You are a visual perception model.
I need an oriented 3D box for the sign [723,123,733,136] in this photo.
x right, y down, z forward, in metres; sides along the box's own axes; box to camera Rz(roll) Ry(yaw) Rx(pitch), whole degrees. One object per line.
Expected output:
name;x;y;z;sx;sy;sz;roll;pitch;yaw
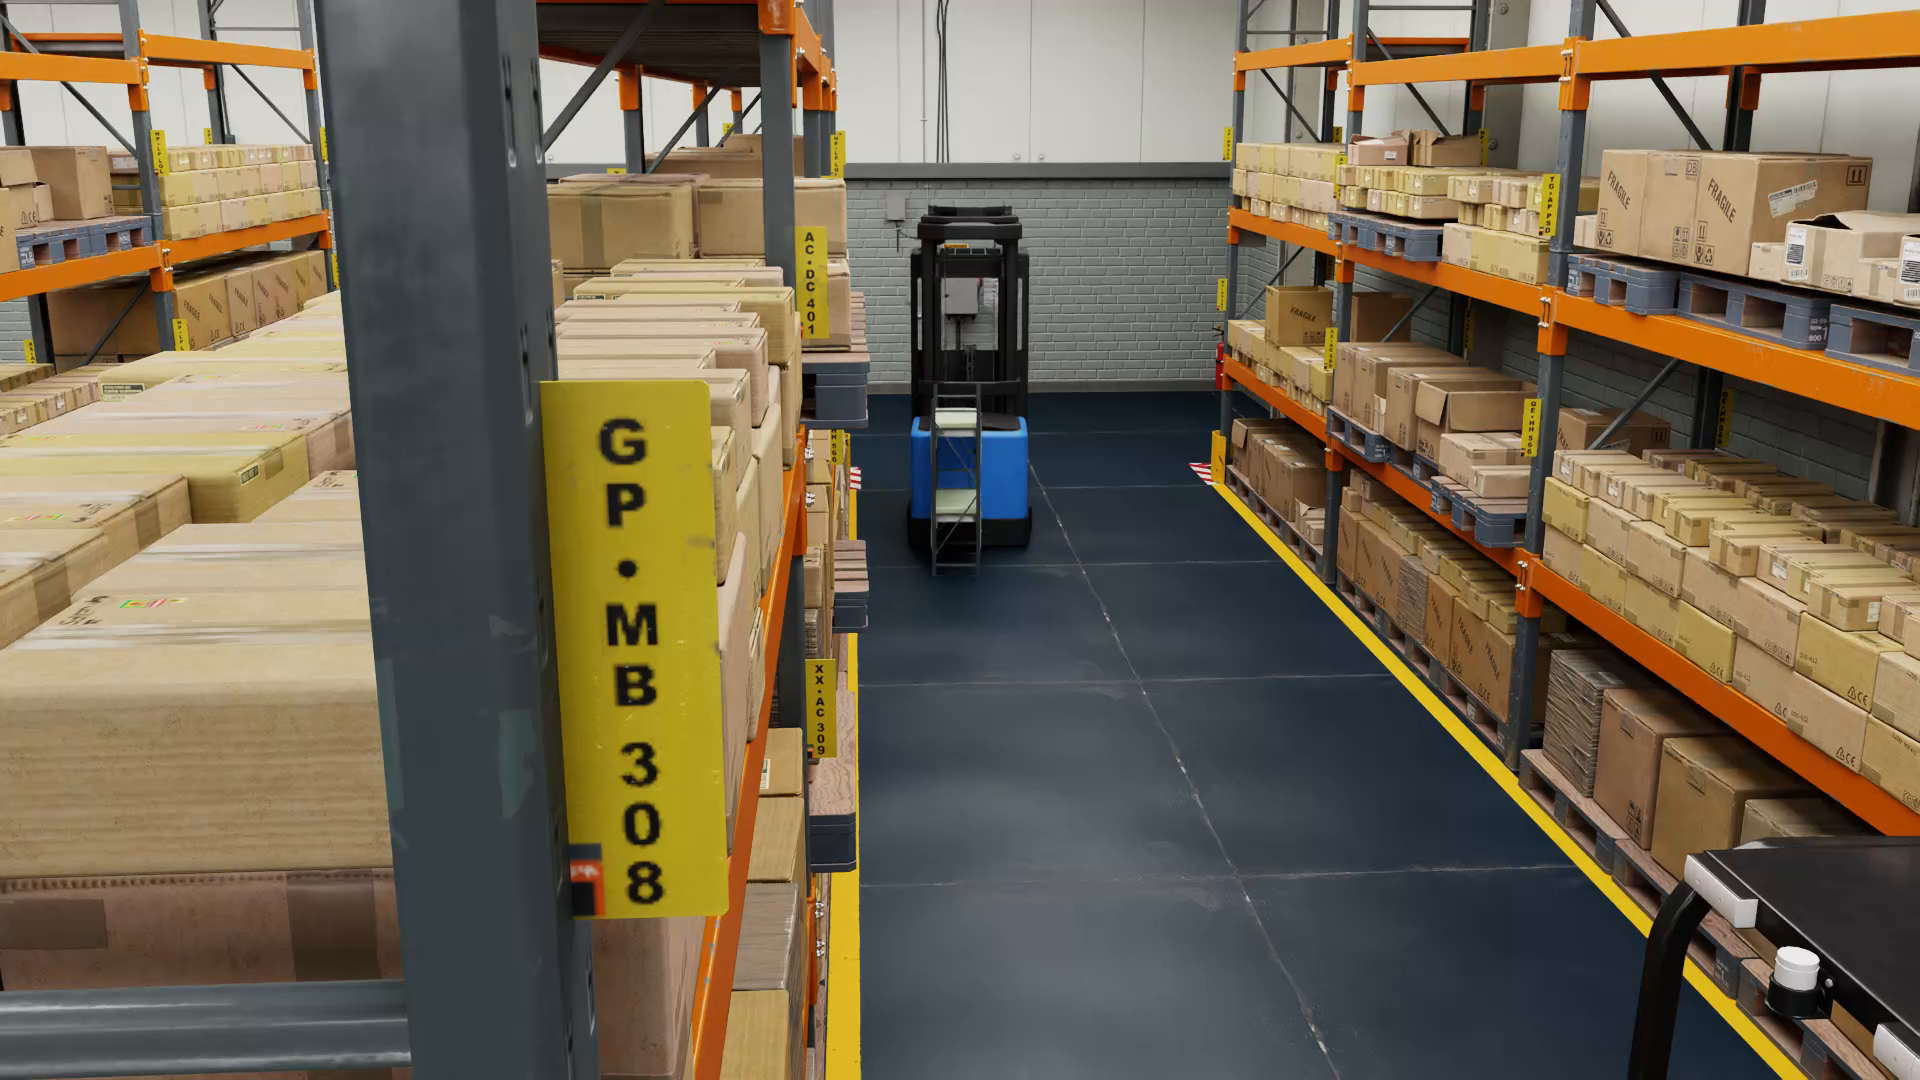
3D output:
sign;-2.277;-3.933;16.359;0.100;0.325;0.005;-1;14;-3

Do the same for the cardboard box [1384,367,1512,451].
cardboard box;3.367;-0.912;11.509;0.700;0.500;0.500;-1;14;-4

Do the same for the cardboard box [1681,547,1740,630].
cardboard box;3.612;0.213;7.477;0.500;0.250;0.500;-1;14;-3

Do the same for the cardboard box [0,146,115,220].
cardboard box;-6.495;-2.538;11.806;0.700;0.500;0.500;-1;14;-3

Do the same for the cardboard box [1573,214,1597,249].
cardboard box;3.446;-1.613;8.683;0.380;0.166;0.250;-1;14;-4

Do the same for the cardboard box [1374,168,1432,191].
cardboard box;3.163;-2.561;11.806;0.380;0.149;0.250;-1;14;-4

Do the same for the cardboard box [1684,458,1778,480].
cardboard box;4.077;-0.335;8.806;0.380;0.149;0.250;-1;14;-2

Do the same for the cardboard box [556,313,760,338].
cardboard box;-0.594;-0.361;3.294;0.380;0.149;0.250;-1;14;-3

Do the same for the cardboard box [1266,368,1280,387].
cardboard box;3.045;-1.509;15.376;0.380;0.149;0.250;-1;14;-2

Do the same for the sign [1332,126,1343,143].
sign;3.787;-3.988;16.710;0.100;0.325;0.005;-1;14;-3

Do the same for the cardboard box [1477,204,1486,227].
cardboard box;3.453;-2.025;10.360;0.380;0.149;0.250;-1;14;-3

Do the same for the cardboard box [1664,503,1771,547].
cardboard box;3.543;-0.071;7.781;0.380;0.149;0.250;-1;14;-2

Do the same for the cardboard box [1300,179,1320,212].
cardboard box;3.157;-2.878;13.875;0.500;0.250;0.500;-1;14;-5

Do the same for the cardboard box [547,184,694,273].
cardboard box;-1.142;-1.009;5.363;0.500;0.250;0.500;-1;14;-2

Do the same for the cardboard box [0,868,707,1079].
cardboard box;-0.496;0.300;1.523;0.500;0.250;0.500;-1;14;-4

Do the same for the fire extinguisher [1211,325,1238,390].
fire extinguisher;2.761;-1.914;17.351;0.296;0.674;0.183;-1;14;-3

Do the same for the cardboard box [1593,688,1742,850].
cardboard box;3.800;1.151;8.456;0.875;0.625;0.625;0;14;-2

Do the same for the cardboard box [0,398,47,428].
cardboard box;-6.091;-0.811;10.626;0.380;0.149;0.250;-1;14;-4

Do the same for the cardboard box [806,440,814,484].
cardboard box;-0.844;-0.343;7.399;0.380;0.149;0.250;-2;15;-6

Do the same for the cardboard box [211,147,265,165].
cardboard box;-6.295;-3.342;14.474;0.380;0.149;0.250;-1;14;-2

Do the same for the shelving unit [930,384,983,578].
shelving unit;-0.029;-0.509;13.995;0.431;1.500;0.755;0;14;0

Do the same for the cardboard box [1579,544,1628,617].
cardboard box;3.537;0.198;8.536;0.500;0.250;0.500;-1;14;-5

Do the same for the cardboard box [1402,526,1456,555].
cardboard box;3.379;0.002;11.871;0.380;0.149;0.250;0;14;-1

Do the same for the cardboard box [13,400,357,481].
cardboard box;-1.031;-0.096;2.263;0.380;0.149;0.250;-1;14;-3

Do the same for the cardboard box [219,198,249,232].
cardboard box;-6.227;-2.683;13.714;0.500;0.250;0.500;0;14;-1

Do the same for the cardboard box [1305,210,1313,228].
cardboard box;3.131;-2.713;14.036;0.380;0.149;0.250;-1;14;-4

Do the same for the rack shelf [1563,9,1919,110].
rack shelf;3.851;-1.979;6.906;1.077;0.370;4.000;-1;14;-3

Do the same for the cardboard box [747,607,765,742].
cardboard box;-0.512;0.214;2.660;0.380;0.149;0.250;-1;14;-3

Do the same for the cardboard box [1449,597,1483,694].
cardboard box;3.466;0.667;10.587;0.500;0.500;0.500;-1;14;-4

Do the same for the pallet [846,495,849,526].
pallet;-1.522;-0.175;15.282;1.003;0.211;1.213;-1;14;-3

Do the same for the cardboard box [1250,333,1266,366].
cardboard box;3.057;-1.806;15.730;0.500;0.250;0.500;-1;14;-4

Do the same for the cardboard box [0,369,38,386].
cardboard box;-6.820;-1.125;11.845;0.380;0.149;0.250;0;14;-2

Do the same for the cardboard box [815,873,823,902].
cardboard box;-1.107;1.546;7.428;0.950;0.372;0.625;0;14;-2

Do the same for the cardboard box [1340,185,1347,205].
cardboard box;3.101;-2.611;12.594;0.380;0.149;0.250;-1;14;-3

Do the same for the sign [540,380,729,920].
sign;-0.190;0.069;0.963;0.100;0.325;0.005;-1;14;-3

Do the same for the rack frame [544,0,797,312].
rack frame;-0.979;-1.946;4.532;1.000;3.000;0.127;-1;14;-3

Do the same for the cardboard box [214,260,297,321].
cardboard box;-6.308;-2.235;14.891;0.500;0.500;0.500;0;14;-1

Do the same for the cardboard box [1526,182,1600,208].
cardboard box;3.500;-1.979;9.581;0.380;0.149;0.250;-1;14;-5

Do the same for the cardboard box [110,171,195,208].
cardboard box;-6.199;-2.675;12.680;0.500;0.250;0.500;0;14;-2

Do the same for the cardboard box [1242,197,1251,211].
cardboard box;3.019;-3.351;16.516;0.380;0.149;0.250;-1;14;-2

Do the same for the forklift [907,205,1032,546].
forklift;0.091;-1.678;15.667;1.130;2.935;3.031;0;14;0

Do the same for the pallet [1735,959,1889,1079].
pallet;3.890;2.049;6.638;1.003;0.211;1.213;-1;14;-3

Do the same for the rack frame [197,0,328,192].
rack frame;-6.657;-4.829;15.737;1.000;3.000;0.127;-1;14;-3

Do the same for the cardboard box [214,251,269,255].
cardboard box;-6.894;-2.485;15.860;0.500;0.500;0.500;-1;14;-4

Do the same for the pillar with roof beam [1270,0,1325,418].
pillar with roof beam;-0.333;-5.626;18.835;9.100;9.000;0.400;-1;14;-3

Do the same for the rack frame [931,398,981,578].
rack frame;-0.032;-0.418;13.640;0.400;1.500;0.023;0;14;0

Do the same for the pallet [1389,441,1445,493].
pallet;3.602;-0.504;11.351;1.003;0.211;1.213;-1;14;-3

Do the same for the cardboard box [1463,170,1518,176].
cardboard box;3.643;-2.440;11.334;0.380;0.149;0.250;-1;14;-3

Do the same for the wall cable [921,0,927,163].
wall cable;-1.605;-6.352;21.655;2.355;3.000;0.029;-1;14;-3

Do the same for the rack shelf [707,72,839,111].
rack shelf;-1.599;-3.891;14.338;1.077;0.370;4.000;-1;14;-3

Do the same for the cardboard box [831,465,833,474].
cardboard box;-1.061;-0.588;10.589;0.500;0.250;0.500;-1;14;-4

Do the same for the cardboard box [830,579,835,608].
cardboard box;-0.784;0.219;7.818;0.380;0.149;0.250;-1;14;-2
